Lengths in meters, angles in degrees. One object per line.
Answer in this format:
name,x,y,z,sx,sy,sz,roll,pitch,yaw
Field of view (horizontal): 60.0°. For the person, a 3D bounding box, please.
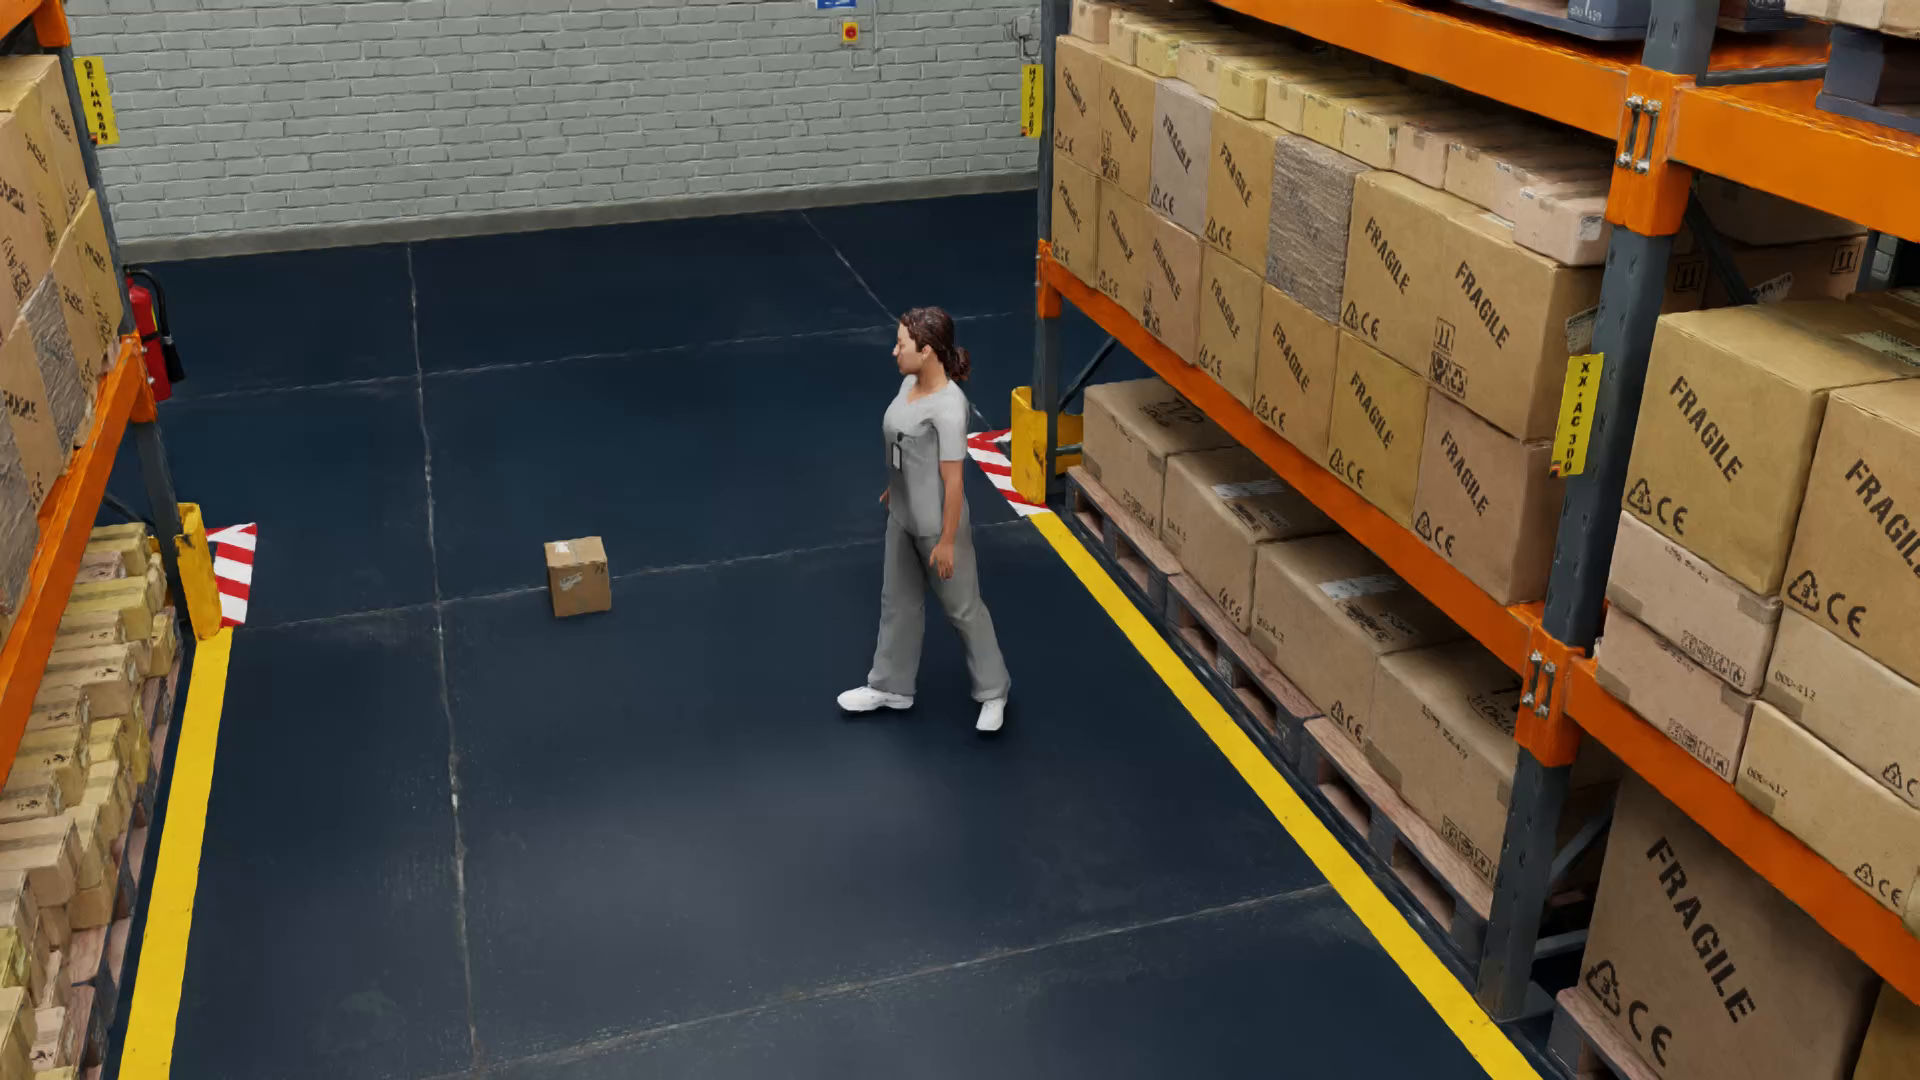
person,-0.145,-0.081,6.267,0.642,1.664,0.668,-13,29,-24
